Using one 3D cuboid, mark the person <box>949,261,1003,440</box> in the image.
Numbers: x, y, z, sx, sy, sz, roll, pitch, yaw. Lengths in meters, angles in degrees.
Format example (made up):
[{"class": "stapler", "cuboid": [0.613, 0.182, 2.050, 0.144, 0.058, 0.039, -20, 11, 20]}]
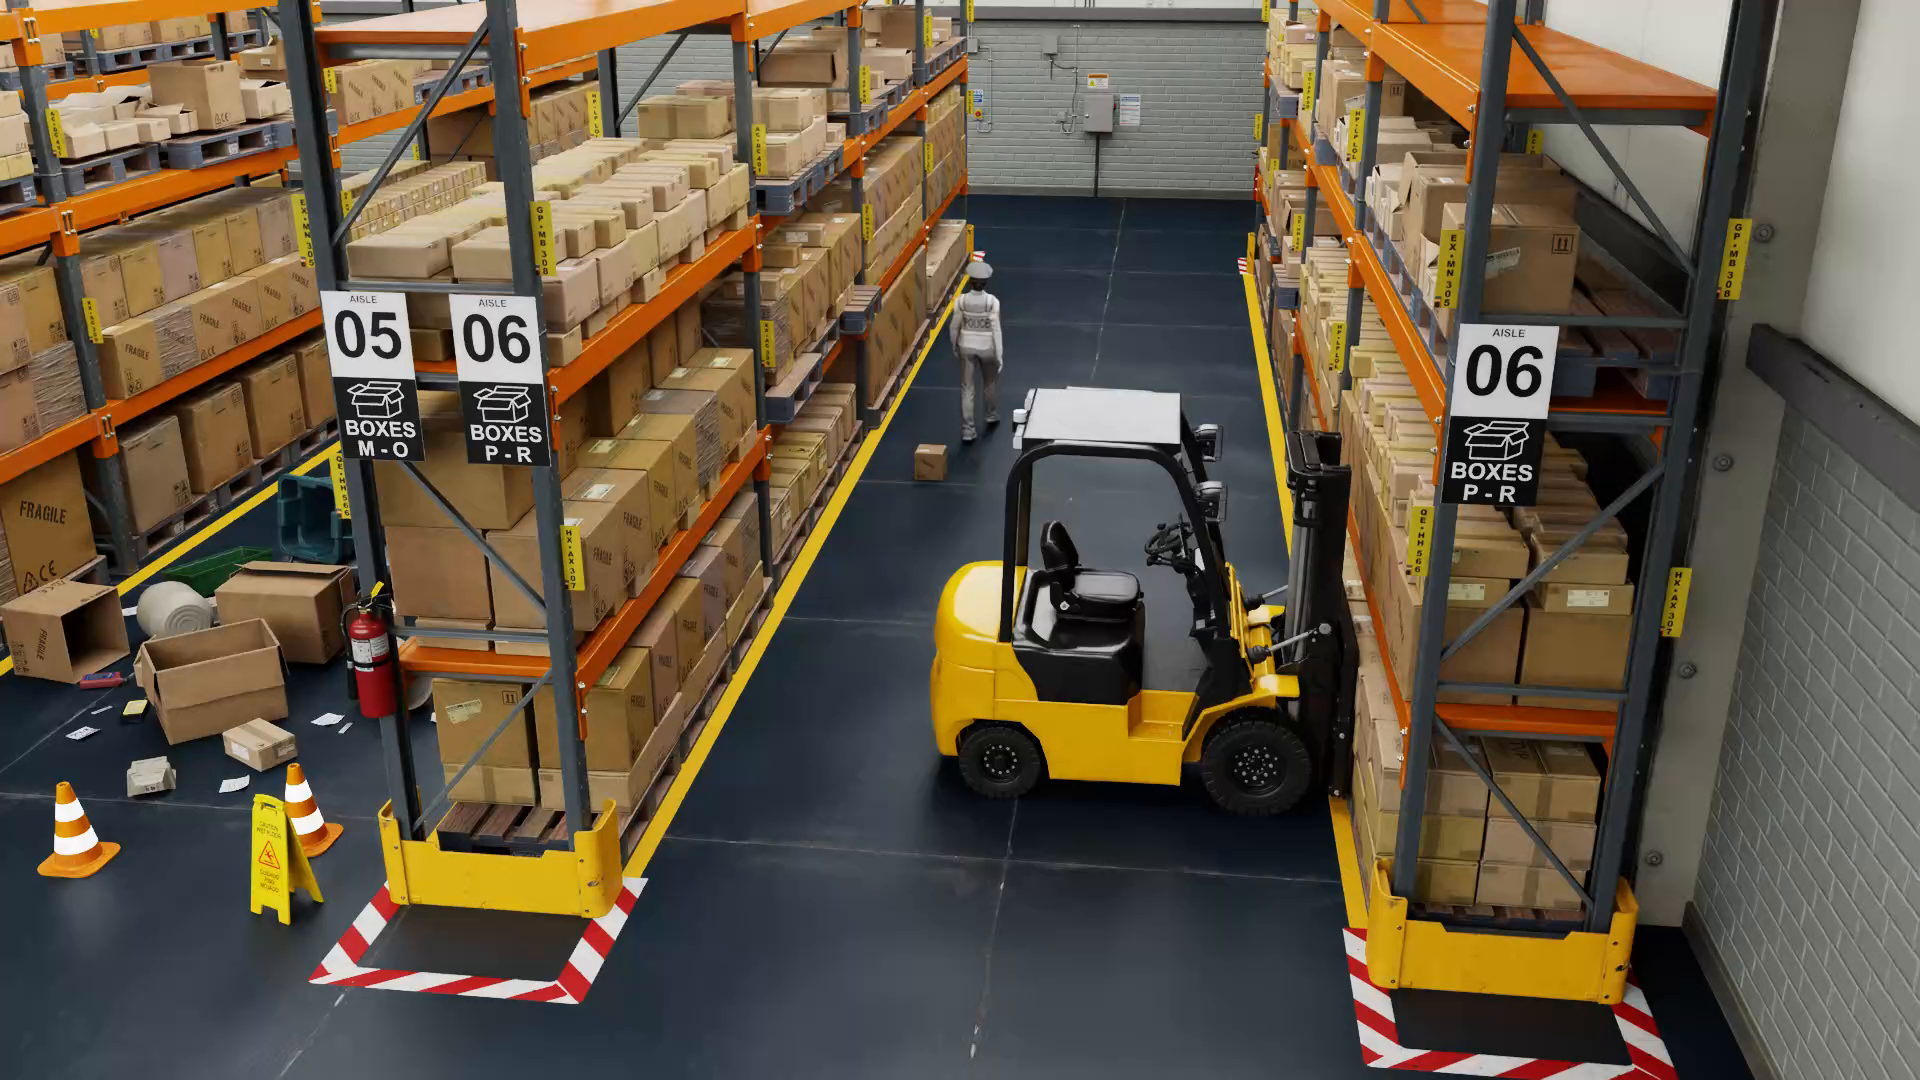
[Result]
[{"class": "person", "cuboid": [0.162, -1.832, 15.708, 0.516, 1.653, 0.873, 2, 21, 5]}]
